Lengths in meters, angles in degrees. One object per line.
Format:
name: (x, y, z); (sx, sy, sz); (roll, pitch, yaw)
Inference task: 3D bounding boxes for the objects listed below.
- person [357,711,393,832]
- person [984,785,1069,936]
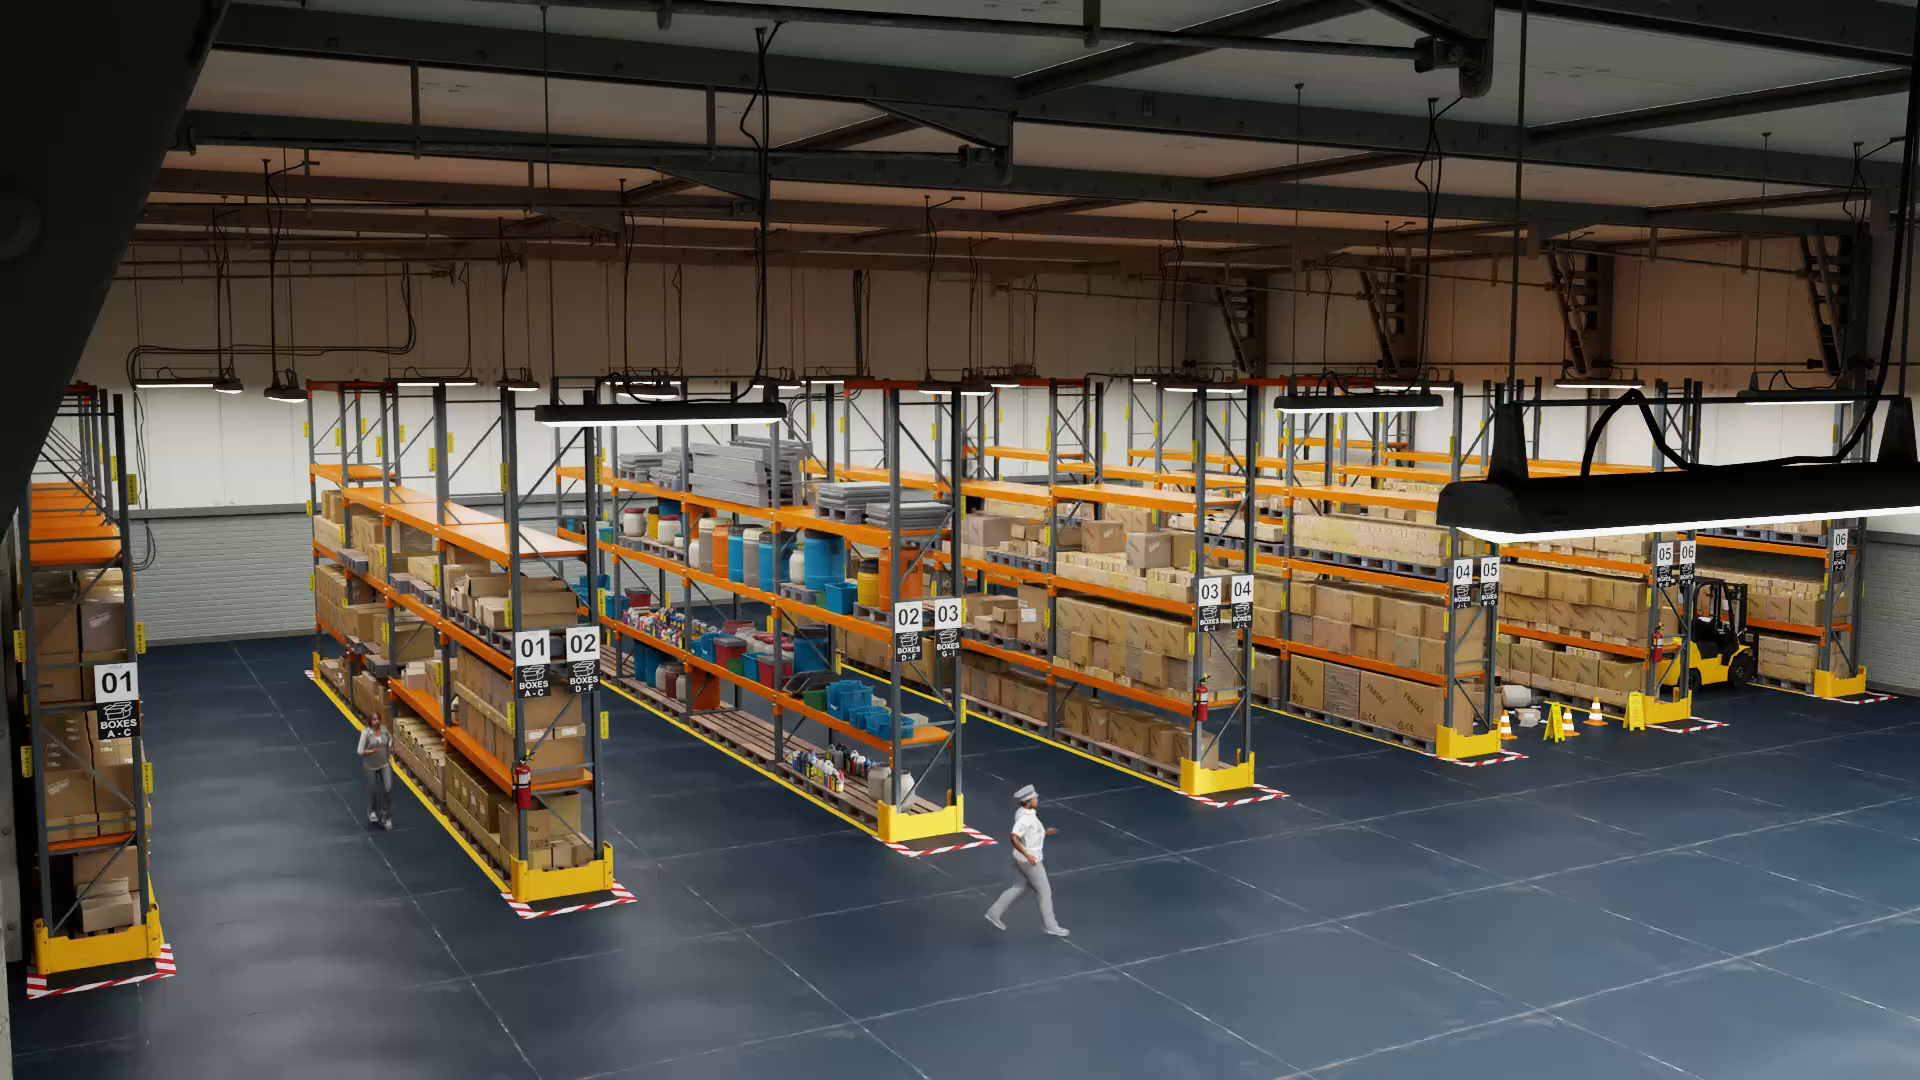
person: (-7.936, 3.127, 22.636); (0.522, 1.639, 0.700); (-4, 7, -33)
person: (0.740, 3.524, 18.292); (0.935, 1.693, 0.572); (-1, 6, -11)
